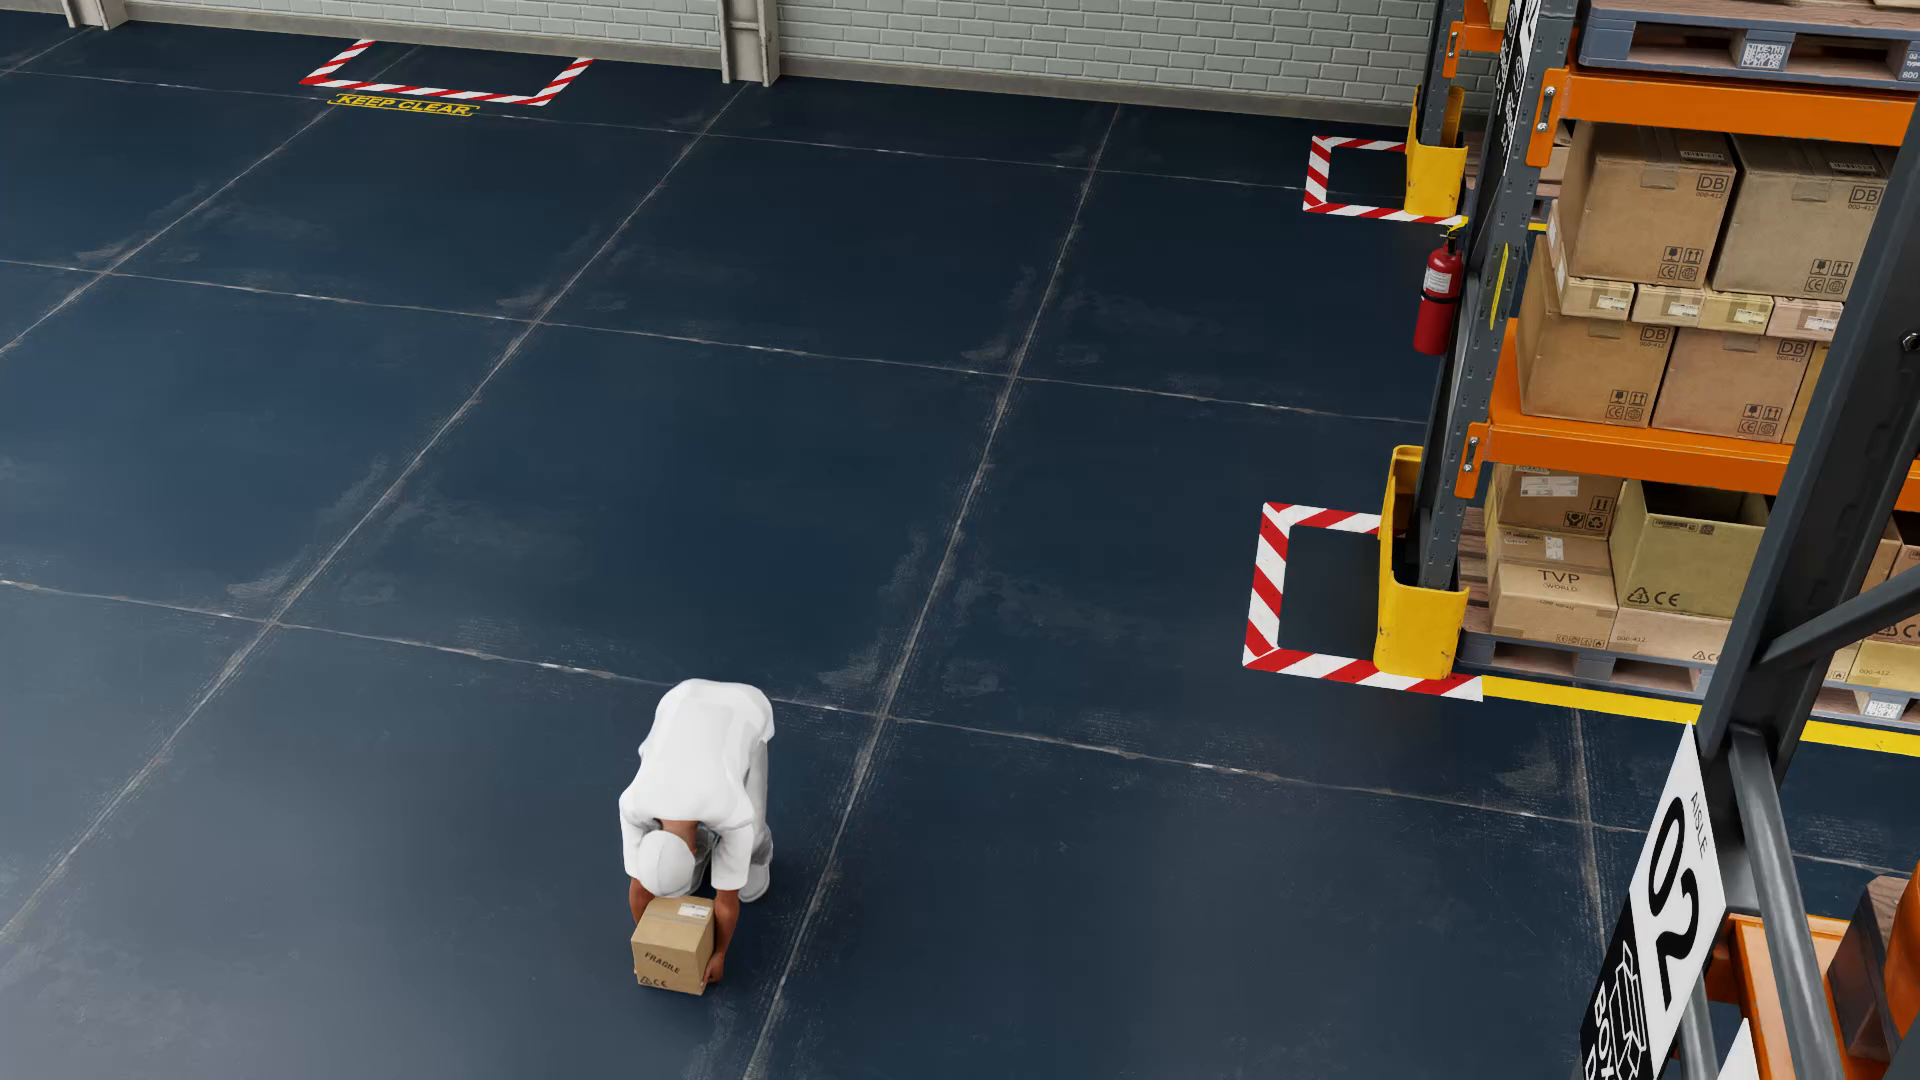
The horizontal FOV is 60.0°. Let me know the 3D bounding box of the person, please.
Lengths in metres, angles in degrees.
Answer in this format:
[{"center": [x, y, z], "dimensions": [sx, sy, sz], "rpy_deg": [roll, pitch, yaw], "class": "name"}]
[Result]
[{"center": [-0.967, 1.078, 6.249], "dimensions": [0.505, 0.886, 0.979], "rpy_deg": [6, 37, 8], "class": "person"}]
